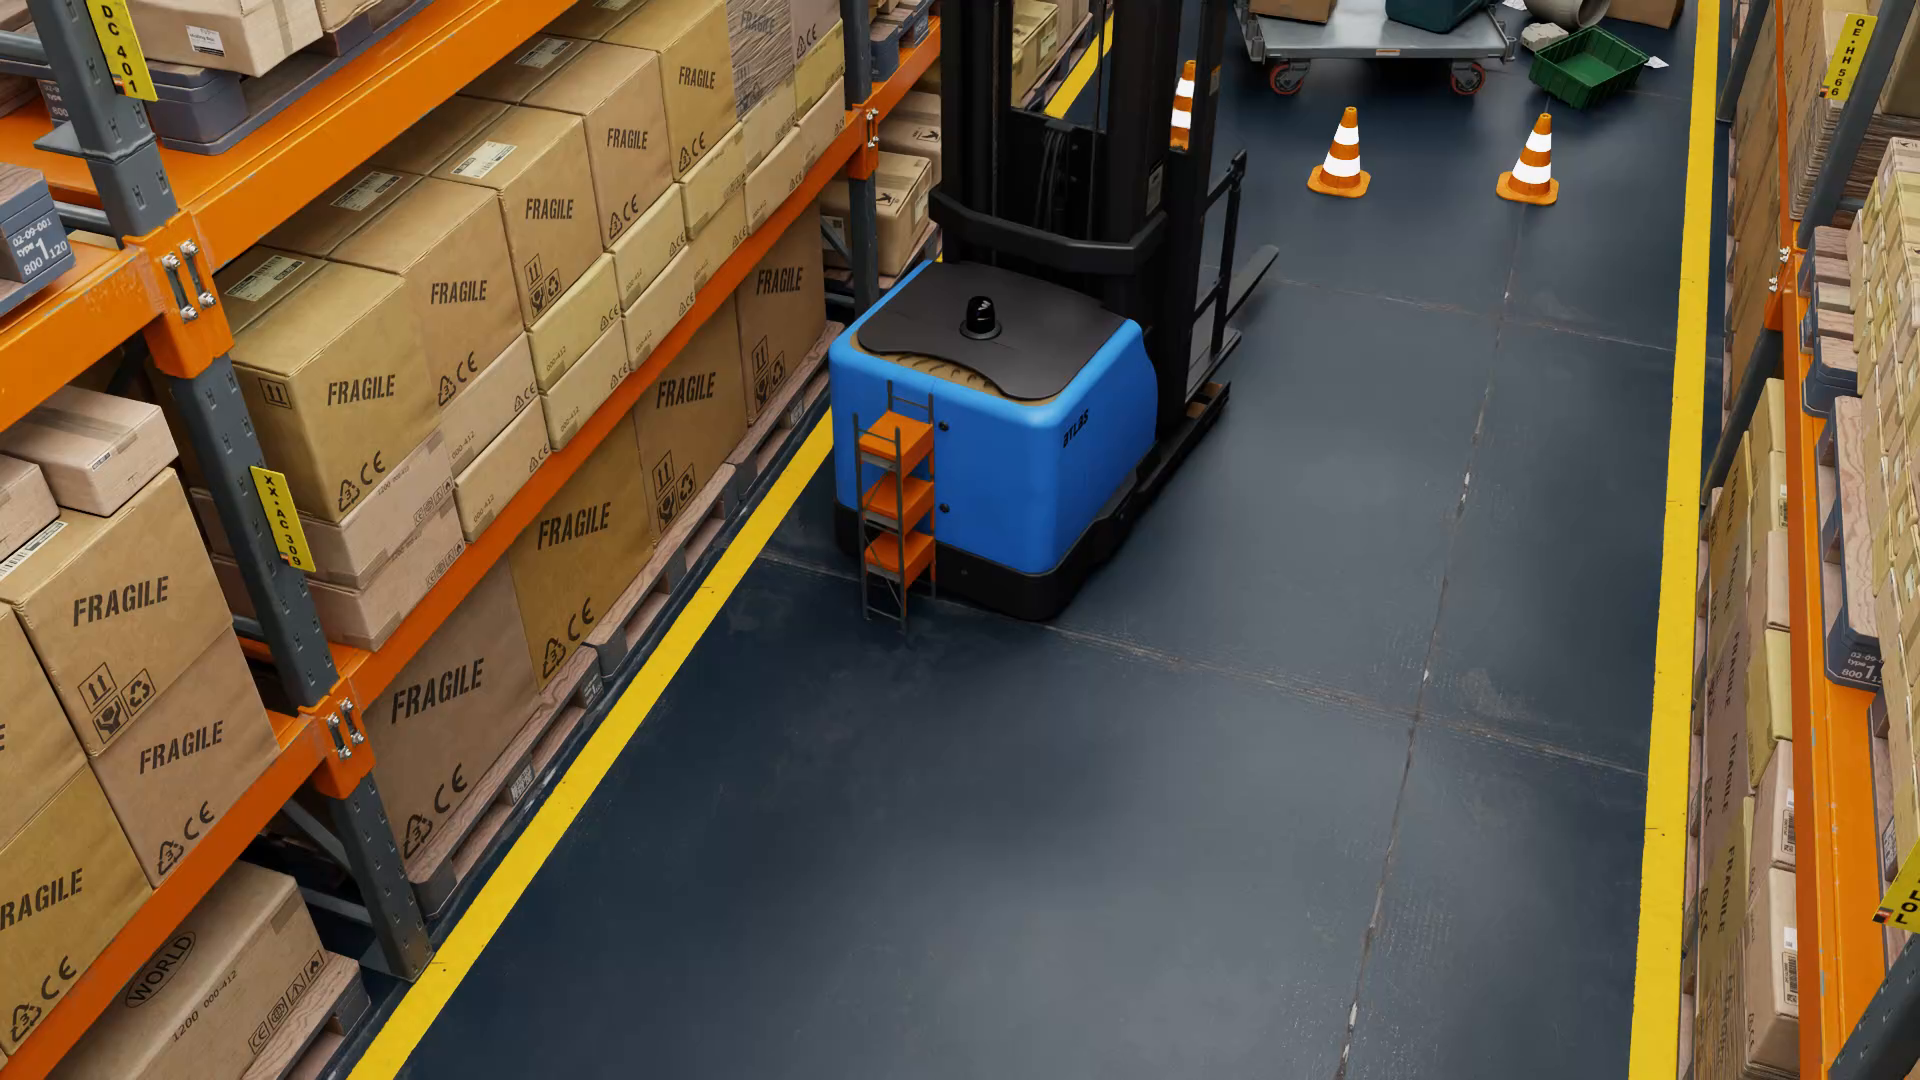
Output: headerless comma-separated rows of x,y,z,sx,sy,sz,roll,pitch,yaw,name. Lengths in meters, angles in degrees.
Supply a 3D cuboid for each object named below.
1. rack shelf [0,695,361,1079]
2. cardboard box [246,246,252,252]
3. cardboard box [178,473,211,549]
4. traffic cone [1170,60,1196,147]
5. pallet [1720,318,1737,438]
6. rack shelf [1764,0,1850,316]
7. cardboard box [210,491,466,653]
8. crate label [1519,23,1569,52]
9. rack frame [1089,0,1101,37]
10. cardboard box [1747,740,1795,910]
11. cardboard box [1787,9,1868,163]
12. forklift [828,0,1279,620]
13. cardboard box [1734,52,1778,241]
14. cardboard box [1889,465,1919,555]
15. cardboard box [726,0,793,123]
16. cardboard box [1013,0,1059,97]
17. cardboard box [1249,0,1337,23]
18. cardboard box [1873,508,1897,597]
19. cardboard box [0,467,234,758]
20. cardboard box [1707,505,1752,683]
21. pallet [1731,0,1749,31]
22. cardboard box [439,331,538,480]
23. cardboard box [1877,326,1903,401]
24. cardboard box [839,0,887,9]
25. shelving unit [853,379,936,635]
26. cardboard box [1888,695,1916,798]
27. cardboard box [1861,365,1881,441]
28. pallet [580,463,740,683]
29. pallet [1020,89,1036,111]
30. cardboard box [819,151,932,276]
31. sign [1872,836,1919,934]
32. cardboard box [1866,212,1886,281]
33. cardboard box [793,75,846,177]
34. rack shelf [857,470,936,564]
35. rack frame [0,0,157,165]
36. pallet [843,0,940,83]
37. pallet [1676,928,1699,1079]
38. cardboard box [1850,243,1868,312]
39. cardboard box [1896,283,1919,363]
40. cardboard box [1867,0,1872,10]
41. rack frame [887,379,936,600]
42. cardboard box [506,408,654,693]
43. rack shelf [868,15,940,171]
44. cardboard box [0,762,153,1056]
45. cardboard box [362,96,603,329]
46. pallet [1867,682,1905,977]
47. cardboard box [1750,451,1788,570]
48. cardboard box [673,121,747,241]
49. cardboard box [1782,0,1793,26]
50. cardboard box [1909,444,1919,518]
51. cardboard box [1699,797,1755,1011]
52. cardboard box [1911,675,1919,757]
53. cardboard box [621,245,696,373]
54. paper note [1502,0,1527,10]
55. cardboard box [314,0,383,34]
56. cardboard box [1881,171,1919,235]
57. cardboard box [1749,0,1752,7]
-2.943,1.680,3.524,1.077,0.370,4.000,13,42,15,rack shelf
-2.172,-0.877,5.119,0.500,0.500,0.500,14,42,16,cardboard box
-2.337,-0.269,4.985,0.500,0.250,0.500,13,42,15,cardboard box
1.368,-2.660,10.012,0.336,0.463,0.334,13,42,15,traffic cone
4.135,-0.619,7.813,1.003,0.211,1.213,13,42,15,pallet
4.479,-2.162,8.027,1.077,0.370,4.000,13,42,15,rack shelf
-1.861,0.034,5.014,0.500,0.250,0.500,12,42,14,cardboard box
3.886,-3.330,11.047,0.298,0.136,0.250,-13,42,-15,crate label
0.477,-4.692,10.439,1.000,3.000,0.127,13,42,15,rack frame
2.633,0.909,4.898,0.500,0.250,0.500,15,43,17,cardboard box
3.869,-1.892,7.080,0.500,0.500,0.500,13,42,15,cardboard box
0.631,-1.731,7.021,1.130,2.935,3.031,20,44,22,forklift
4.702,-1.973,8.662,1.050,0.750,0.750,13,42,15,cardboard box
2.825,-0.045,4.632,0.380,0.149,0.250,13,42,15,cardboard box
-0.990,-1.983,6.416,0.500,0.500,0.500,14,42,16,cardboard box
0.057,-3.093,10.265,0.950,0.372,0.625,16,43,18,cardboard box
2.160,-3.653,10.563,0.500,0.500,0.500,13,42,15,cardboard box
2.819,0.078,4.717,0.380,0.149,0.250,15,43,17,cardboard box
-2.161,0.118,3.954,0.500,0.500,0.500,13,42,15,cardboard box
3.145,0.258,6.239,0.500,0.500,0.500,14,42,16,cardboard box
5.912,-3.788,11.527,1.003,0.211,1.213,13,42,15,pallet
-1.692,-0.476,5.228,0.500,0.250,0.500,14,42,16,cardboard box
3.090,-0.508,5.175,0.380,0.149,0.250,13,42,15,cardboard box
-0.520,-2.787,7.576,0.500,0.500,0.500,12,42,14,cardboard box
-0.250,-0.112,6.573,0.215,1.050,0.252,20,44,22,shelving unit
2.552,0.563,4.149,0.380,0.149,0.250,13,42,15,cardboard box
3.089,-0.396,5.273,0.380,0.149,0.250,15,43,16,cardboard box
-1.650,0.014,7.071,1.003,0.211,1.213,13,42,15,pallet
-0.204,-2.410,9.912,1.003,0.211,1.213,13,42,15,pallet
-0.689,-1.755,8.697,0.950,0.372,0.625,11,42,12,cardboard box
1.904,0.662,3.270,0.100,0.325,0.005,13,42,15,sign
3.350,-0.977,5.725,0.380,0.149,0.250,15,43,17,cardboard box
-0.820,-1.830,7.199,0.500,0.250,0.500,12,42,14,cardboard box
-0.250,-0.104,6.580,0.215,0.259,0.240,20,44,22,rack shelf
-2.259,-2.095,2.773,1.000,3.000,0.127,13,42,15,rack frame
-0.748,-2.638,8.179,1.213,0.211,1.003,13,42,15,pallet
2.692,1.810,4.966,1.003,0.211,1.213,13,42,15,pallet
3.360,-0.888,5.850,0.380,0.149,0.250,15,43,17,cardboard box
3.096,-0.627,5.086,0.380,0.149,0.250,15,43,17,cardboard box
4.303,-2.528,7.055,0.700,0.500,0.500,13,42,14,cardboard box
-0.190,-0.181,6.654,0.200,1.050,0.008,20,44,22,rack frame
-1.821,-0.113,6.385,0.875,0.875,0.875,14,43,16,cardboard box
-0.207,-3.199,9.243,1.077,0.370,4.000,13,42,15,rack shelf
-2.348,0.803,3.920,0.500,0.500,0.500,12,42,14,cardboard box
-1.517,-1.058,5.332,0.500,0.500,0.500,12,42,14,cardboard box
2.825,0.863,4.075,1.003,0.211,1.213,13,42,15,pallet
3.158,-0.034,6.003,0.500,0.250,0.500,13,42,15,cardboard box
-1.146,-1.404,6.315,0.500,0.250,0.500,12,42,14,cardboard box
4.385,-2.820,8.167,0.500,0.500,0.500,13,42,15,cardboard box
2.827,-0.150,4.526,0.380,0.149,0.250,11,42,13,cardboard box
2.619,1.195,5.141,0.500,0.500,0.500,12,42,14,cardboard box
2.554,0.448,4.054,0.380,0.149,0.250,15,43,17,cardboard box
-1.315,-0.894,6.102,0.500,0.250,0.500,13,42,14,cardboard box
3.908,-3.757,11.637,0.172,0.023,0.155,29,48,29,paper note
-1.685,-1.625,4.132,0.500,0.500,0.500,13,42,14,cardboard box
3.365,-1.103,5.643,0.380,0.149,0.250,12,42,14,cardboard box
5.748,-3.926,10.854,0.875,0.875,0.875,14,42,15,cardboard box
